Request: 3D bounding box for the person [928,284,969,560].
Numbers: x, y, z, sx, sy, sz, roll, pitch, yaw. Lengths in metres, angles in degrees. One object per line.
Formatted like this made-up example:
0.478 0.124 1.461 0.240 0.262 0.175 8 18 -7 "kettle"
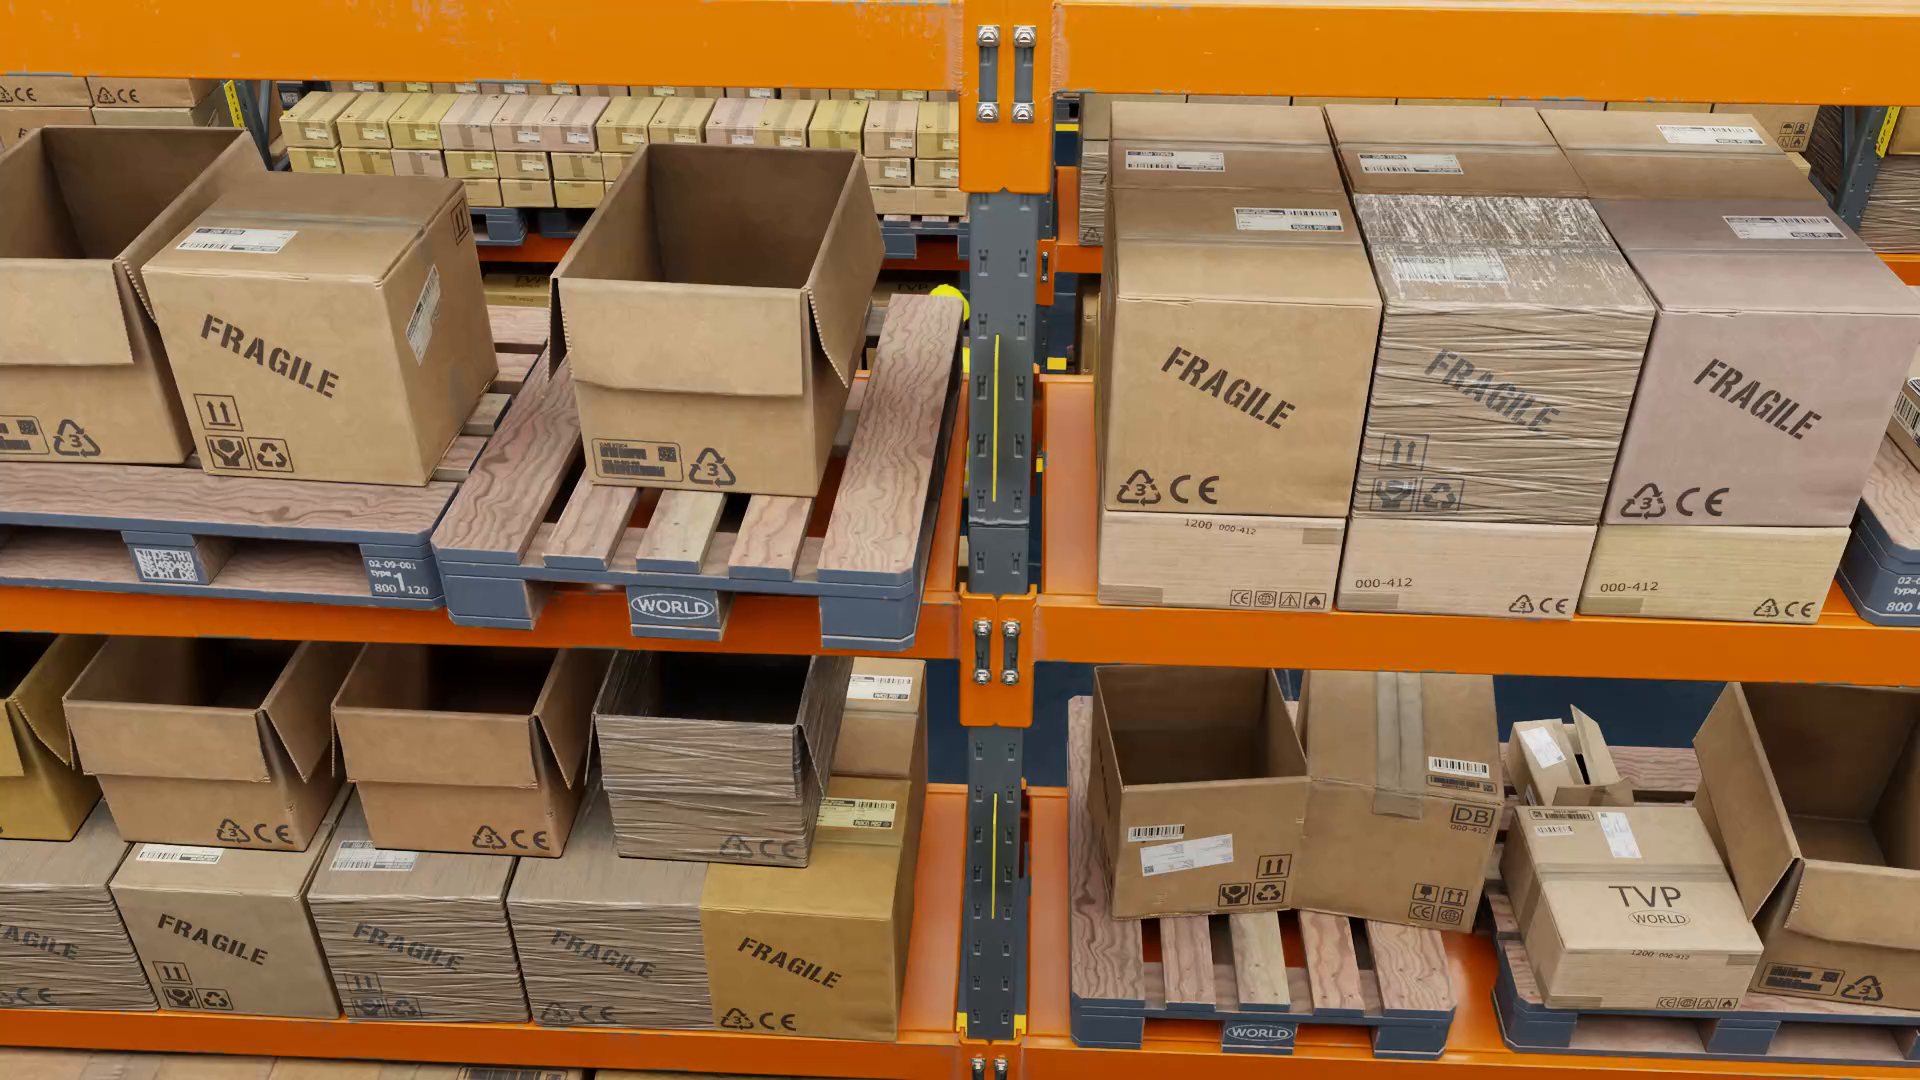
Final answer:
-0.031 -0.327 7.560 0.631 1.760 0.460 0 35 0 "person"
